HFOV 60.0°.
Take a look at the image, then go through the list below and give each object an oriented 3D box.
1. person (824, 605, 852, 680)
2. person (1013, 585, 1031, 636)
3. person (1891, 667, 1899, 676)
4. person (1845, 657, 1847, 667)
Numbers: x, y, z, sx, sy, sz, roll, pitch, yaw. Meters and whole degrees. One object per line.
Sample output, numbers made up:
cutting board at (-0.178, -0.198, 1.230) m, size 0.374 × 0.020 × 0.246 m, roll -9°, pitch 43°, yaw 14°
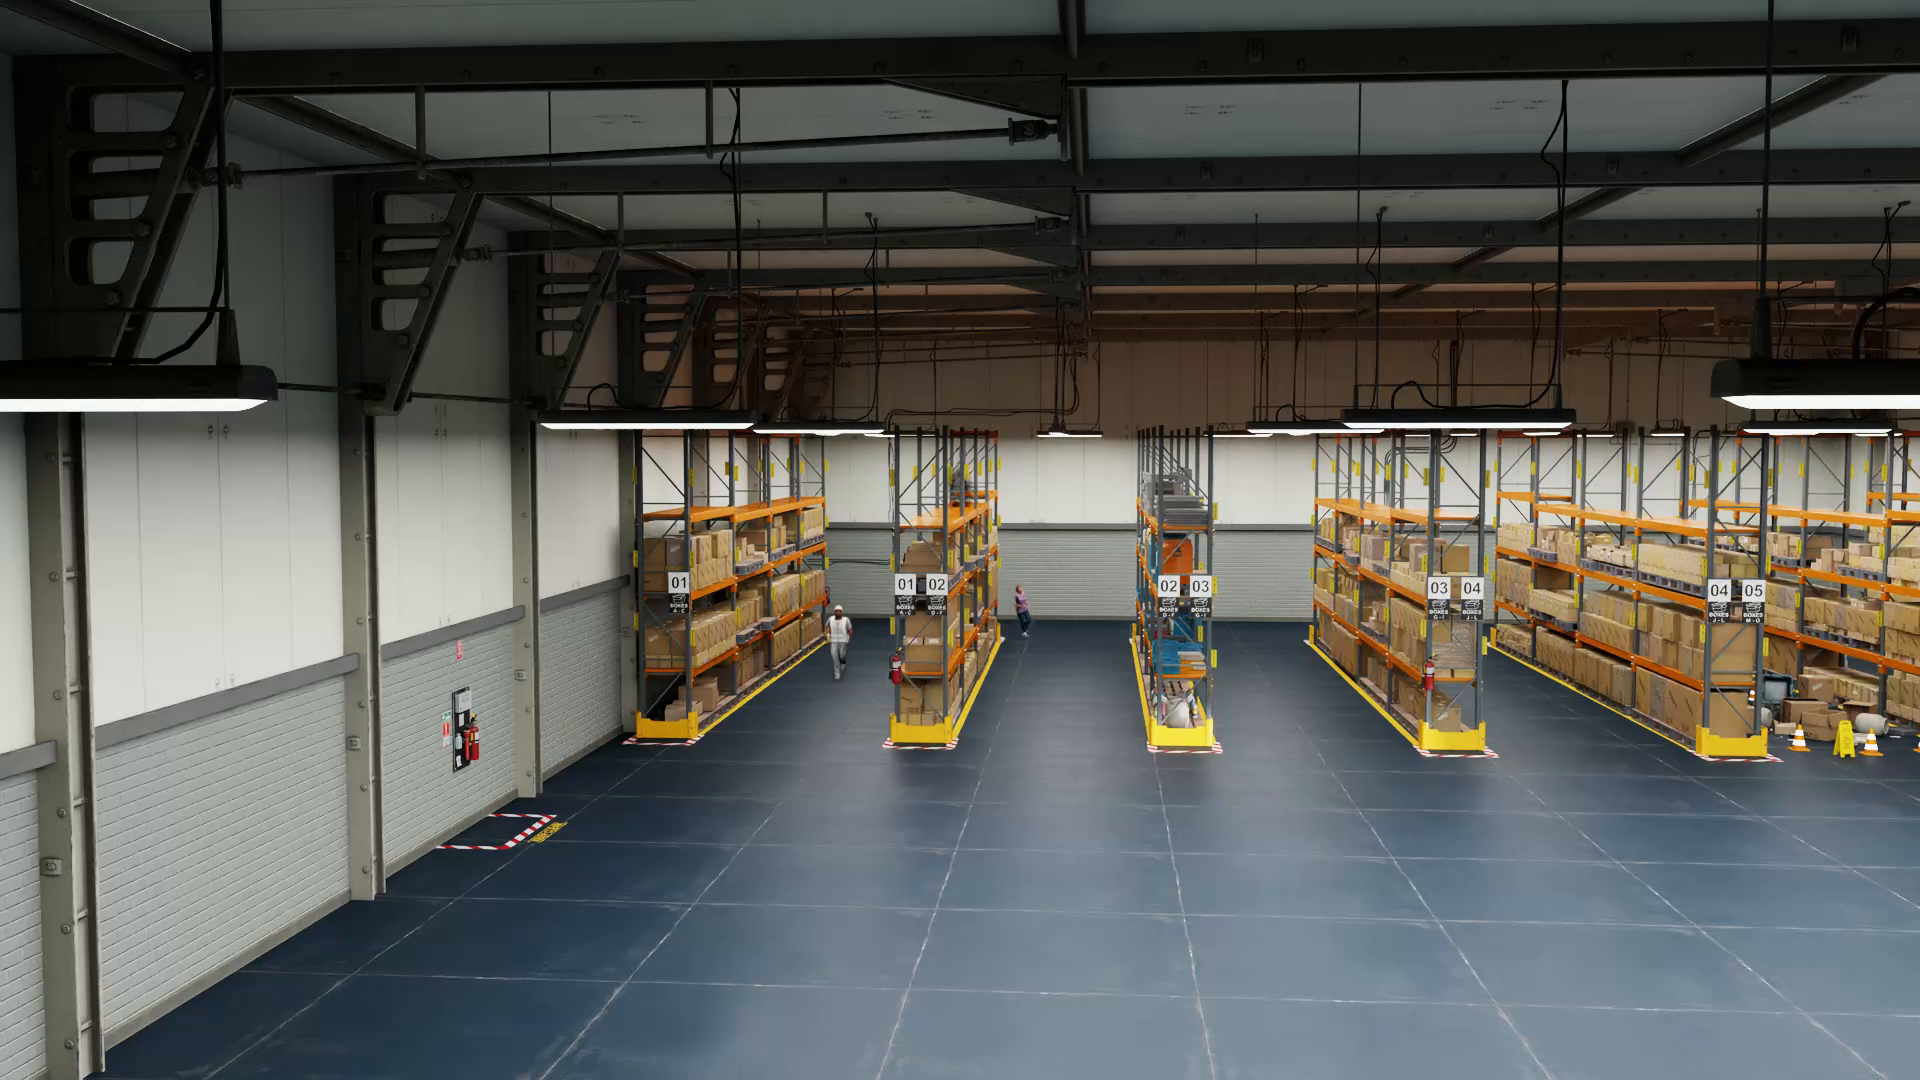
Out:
person at (-2.934, 2.451, 40.057) m, size 0.681 × 1.759 × 0.778 m, roll 0°, pitch 3°, yaw 0°
person at (1.780, 2.051, 48.161) m, size 0.594 × 1.519 × 0.563 m, roll -2°, pitch 4°, yaw -29°
person at (21.402, 2.567, 37.734) m, size 0.630 × 1.822 × 0.692 m, roll 0°, pitch 3°, yaw 4°
person at (21.736, 2.420, 41.200) m, size 0.586 × 1.701 × 0.864 m, roll 0°, pitch 3°, yaw -2°
